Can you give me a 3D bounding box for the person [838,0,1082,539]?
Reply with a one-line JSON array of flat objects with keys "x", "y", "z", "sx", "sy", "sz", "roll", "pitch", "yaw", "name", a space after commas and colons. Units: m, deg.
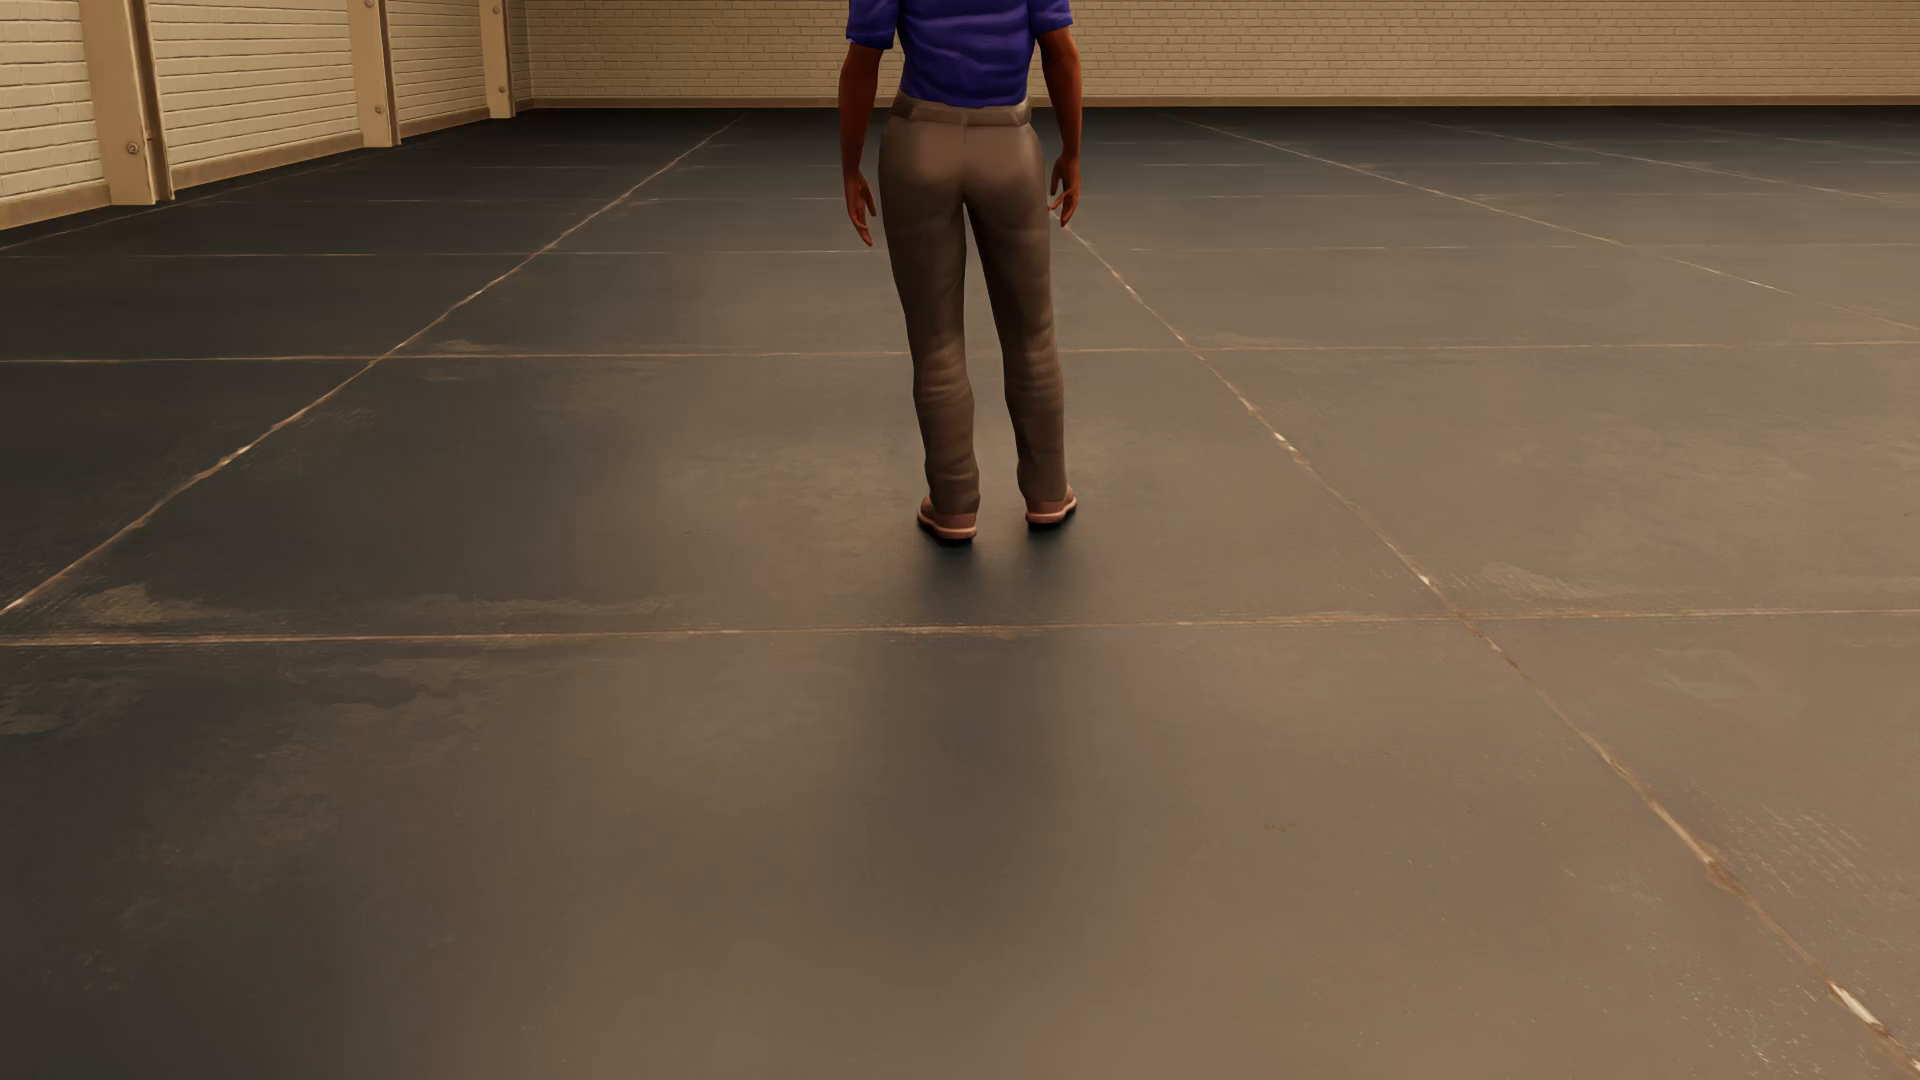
[{"x": 0.015, "y": -0.823, "z": 3.759, "sx": 0.570, "sy": 1.654, "sz": 0.504, "roll": -1, "pitch": 17, "yaw": -3, "name": "person"}]
